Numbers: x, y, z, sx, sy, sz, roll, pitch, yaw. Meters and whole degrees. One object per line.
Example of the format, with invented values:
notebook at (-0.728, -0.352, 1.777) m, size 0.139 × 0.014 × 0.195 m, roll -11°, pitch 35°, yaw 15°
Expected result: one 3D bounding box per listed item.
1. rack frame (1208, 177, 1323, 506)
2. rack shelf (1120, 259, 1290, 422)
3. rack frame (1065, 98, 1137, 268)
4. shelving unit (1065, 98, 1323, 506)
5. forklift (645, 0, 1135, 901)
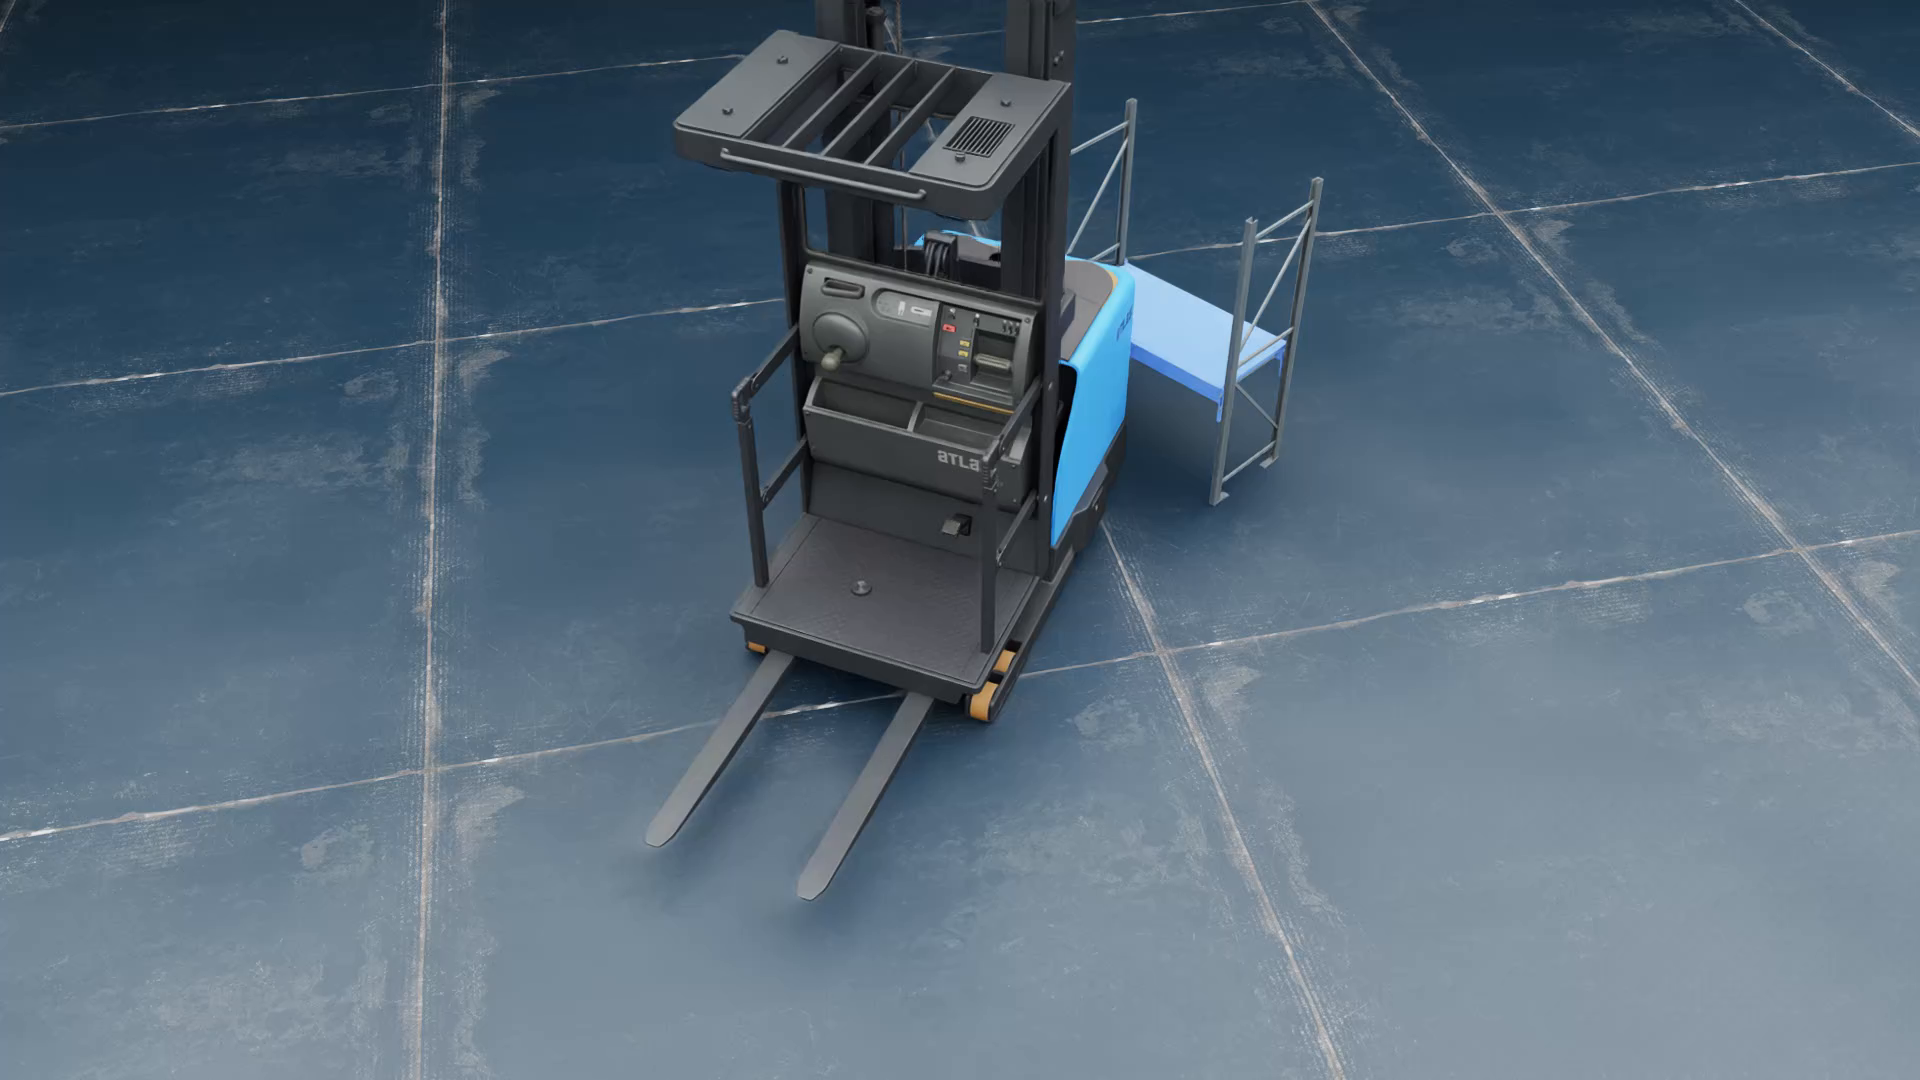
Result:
rack frame at (1.340, -0.842, 7.351) m, size 0.032 × 1.500 × 0.500 m, roll 33°, pitch 51°, yaw 32°
rack shelf at (0.978, -0.944, 7.737) m, size 1.000 × 0.185 × 0.538 m, roll 33°, pitch 51°, yaw 32°
rack frame at (0.616, -1.316, 7.884) m, size 0.032 × 1.500 × 0.500 m, roll 33°, pitch 51°, yaw 32°
shelving unit at (0.978, -1.079, 7.617) m, size 1.048 × 1.500 × 0.538 m, roll 33°, pitch 51°, yaw 32°
forklift at (-0.250, -0.688, 6.099) m, size 1.130 × 2.935 × 3.031 m, roll 15°, pitch 44°, yaw 17°
